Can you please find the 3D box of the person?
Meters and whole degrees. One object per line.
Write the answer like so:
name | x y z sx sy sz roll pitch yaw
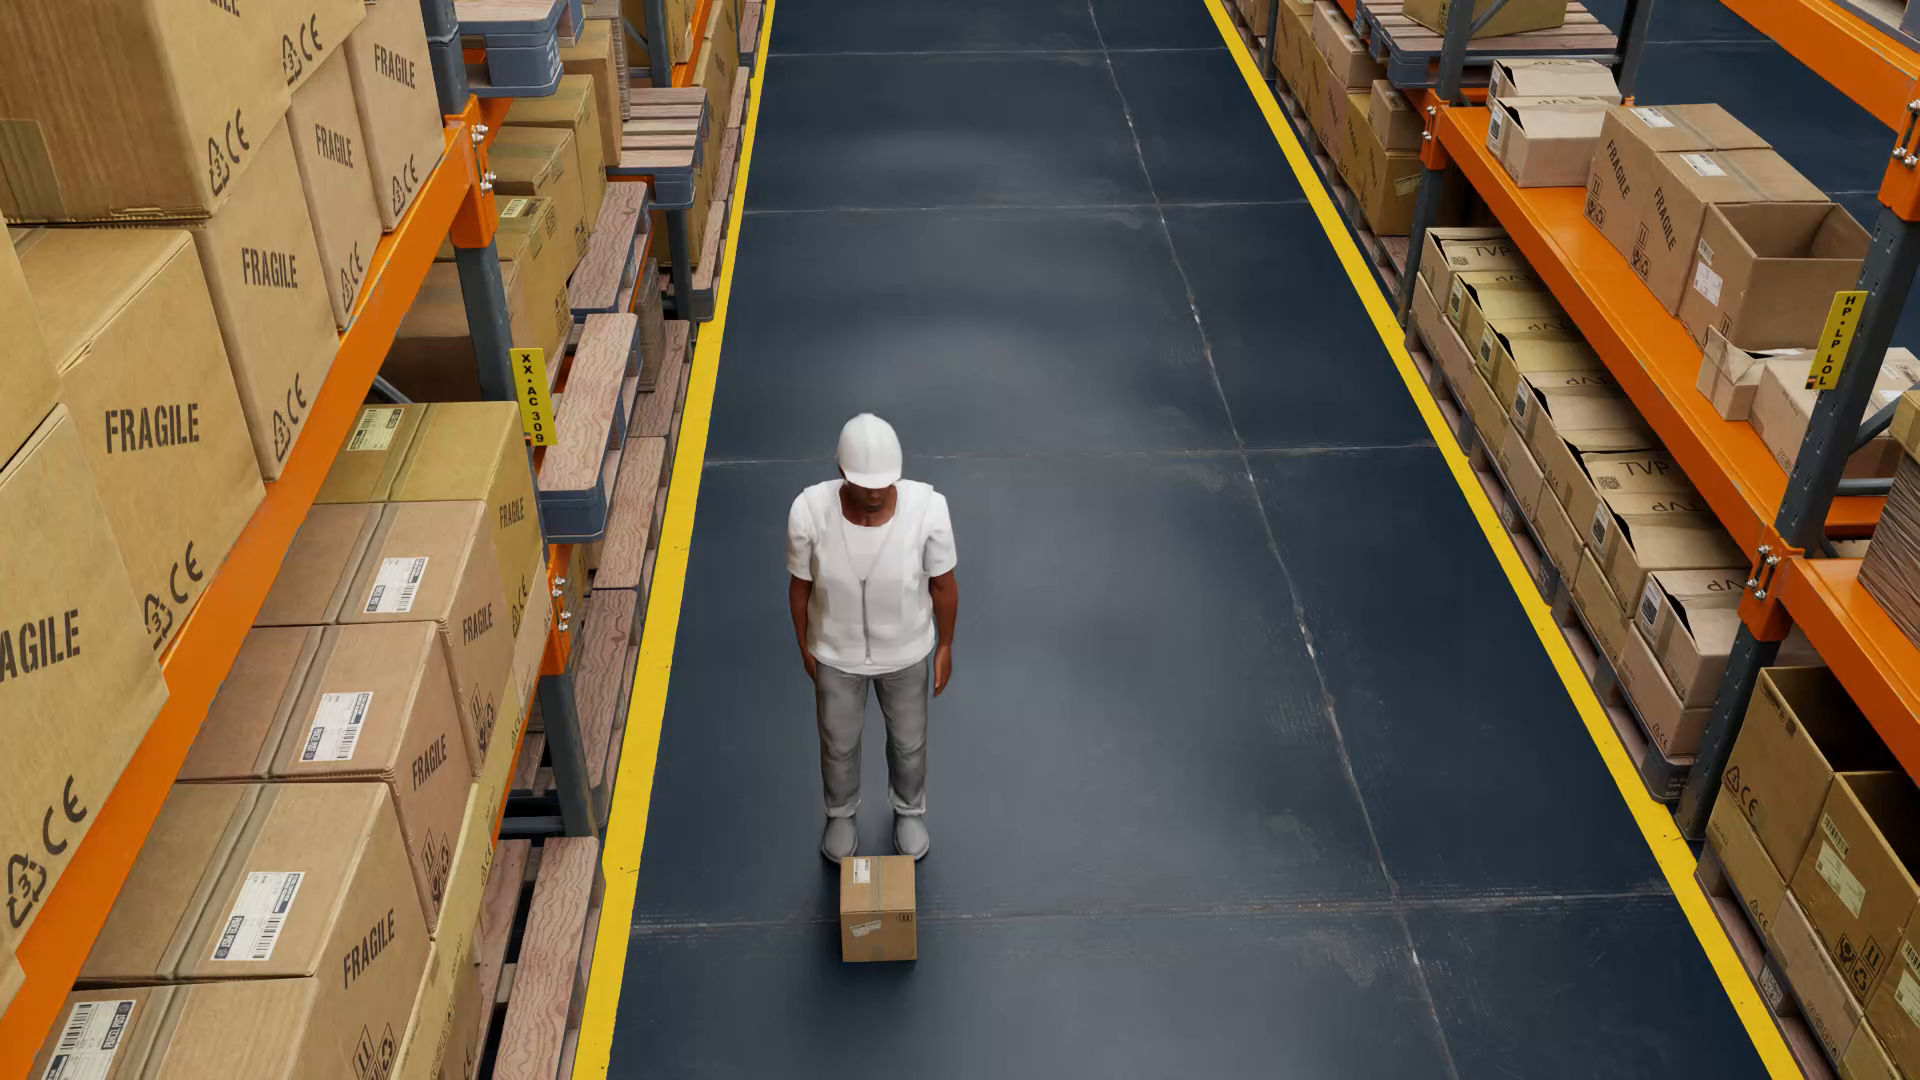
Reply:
person | -0.288 0.356 5.619 0.565 1.763 0.365 -1 35 -1
